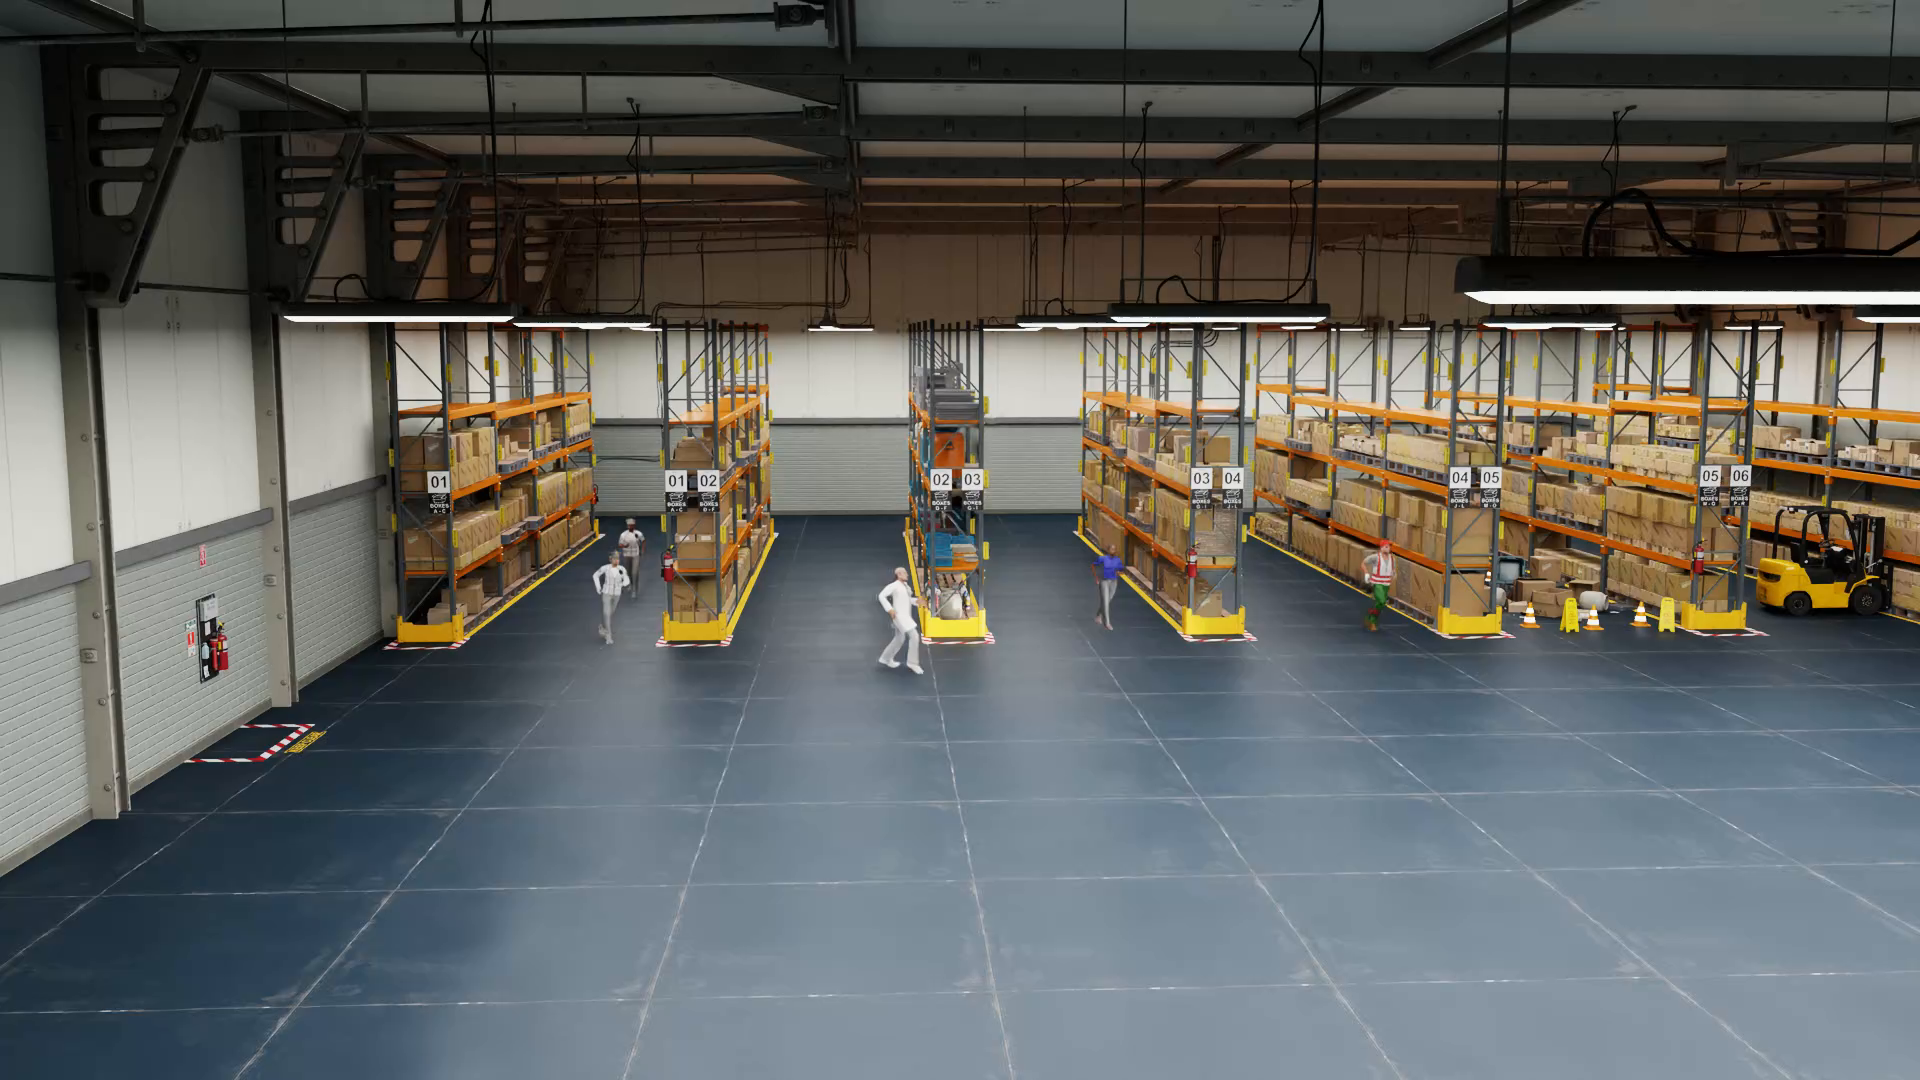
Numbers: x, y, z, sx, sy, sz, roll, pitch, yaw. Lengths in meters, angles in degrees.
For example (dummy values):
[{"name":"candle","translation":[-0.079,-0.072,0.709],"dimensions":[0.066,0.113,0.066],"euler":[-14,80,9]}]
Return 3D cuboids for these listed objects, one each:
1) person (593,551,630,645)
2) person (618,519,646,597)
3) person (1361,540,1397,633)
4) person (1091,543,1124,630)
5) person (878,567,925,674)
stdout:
[{"name":"person","translation":[-6.481,1.033,31.081],"dimensions":[0.646,1.680,0.962],"euler":[-4,8,-28]},{"name":"person","translation":[-7.191,0.362,36.468],"dimensions":[0.575,1.685,0.938],"euler":[-1,7,-5]},{"name":"person","translation":[8.161,0.887,32.254],"dimensions":[0.659,1.801,0.733],"euler":[-3,8,-22]},{"name":"person","translation":[2.912,0.879,32.341],"dimensions":[0.593,1.630,0.997],"euler":[-3,8,-20]},{"name":"person","translation":[-1.006,1.368,28.293],"dimensions":[0.874,1.809,0.720],"euler":[2,7,16]}]
